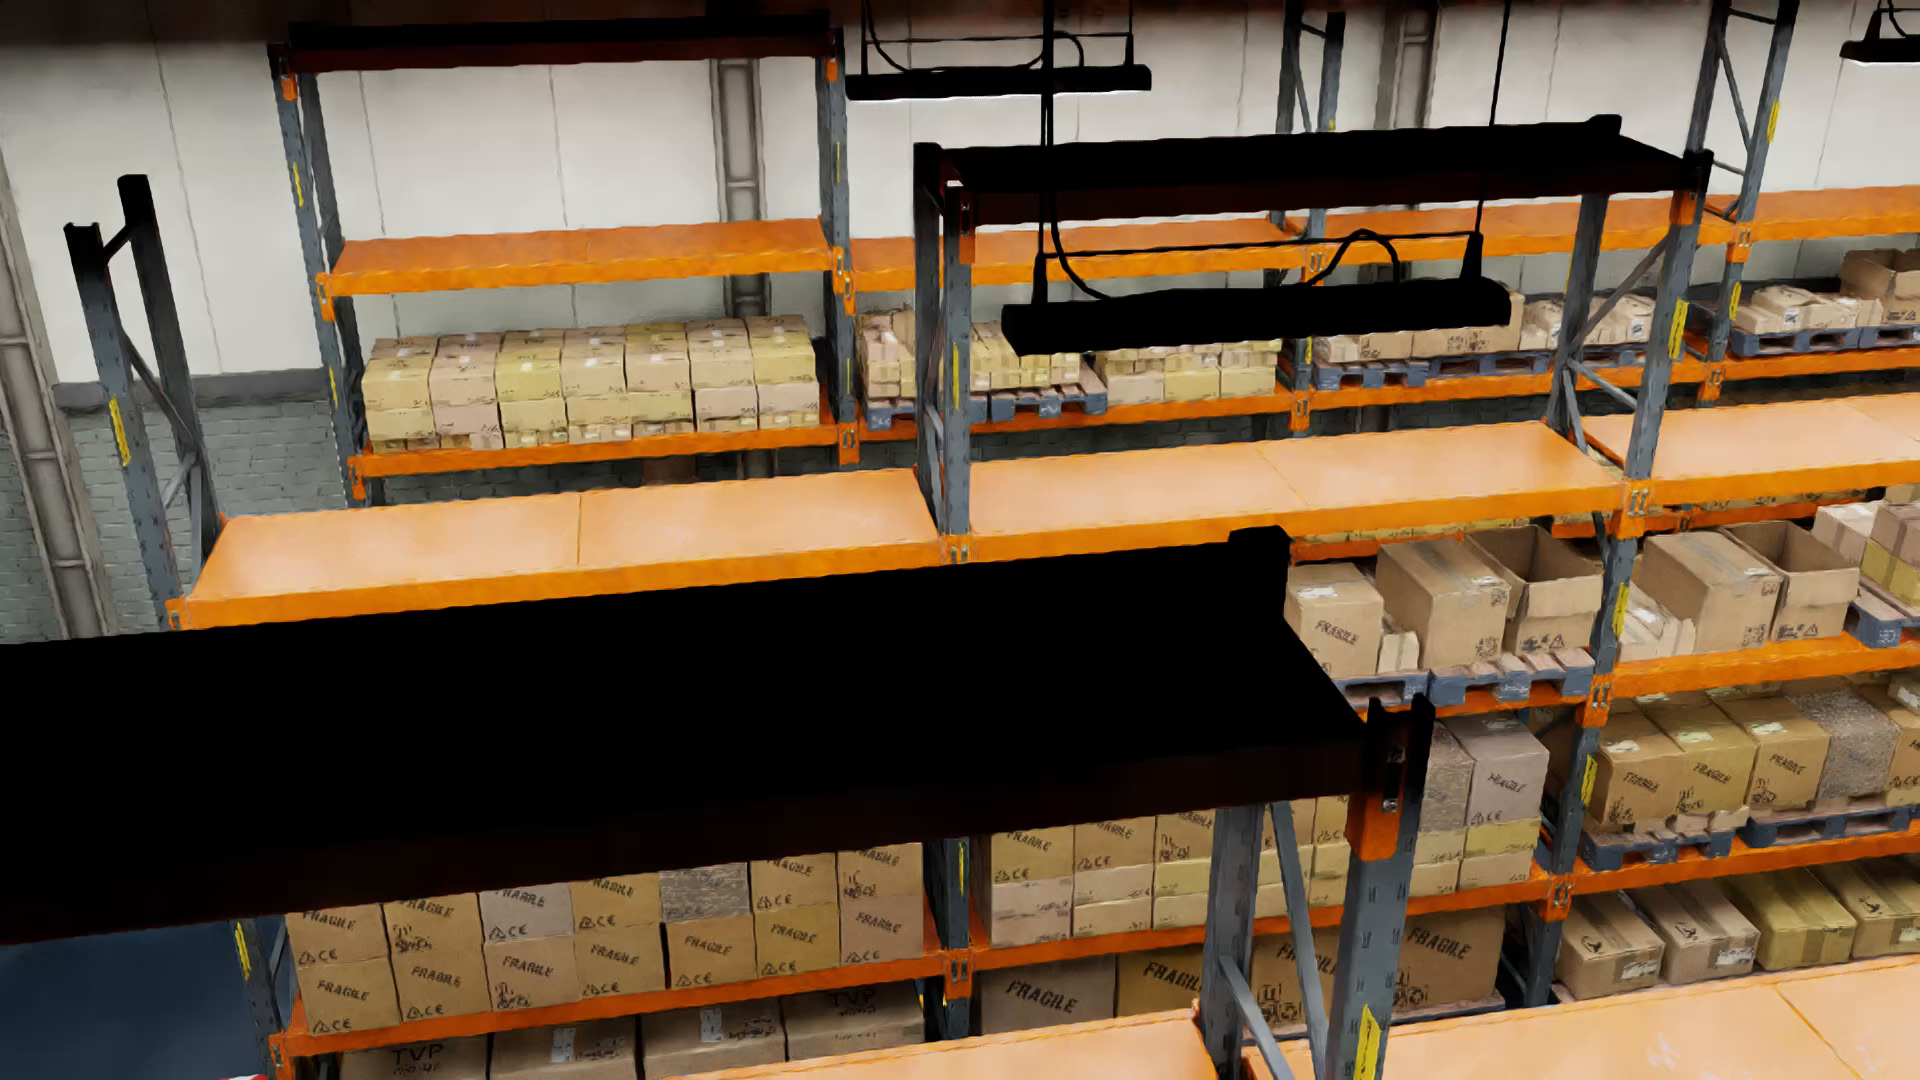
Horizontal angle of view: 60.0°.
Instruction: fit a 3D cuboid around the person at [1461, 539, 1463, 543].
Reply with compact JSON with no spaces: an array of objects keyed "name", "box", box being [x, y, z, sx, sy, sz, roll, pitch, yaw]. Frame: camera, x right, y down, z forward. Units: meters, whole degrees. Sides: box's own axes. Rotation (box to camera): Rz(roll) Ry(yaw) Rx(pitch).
[{"name":"person","box":[4.415,0.753,14.679,0.685,1.763,0.591,6,26,12]}]
